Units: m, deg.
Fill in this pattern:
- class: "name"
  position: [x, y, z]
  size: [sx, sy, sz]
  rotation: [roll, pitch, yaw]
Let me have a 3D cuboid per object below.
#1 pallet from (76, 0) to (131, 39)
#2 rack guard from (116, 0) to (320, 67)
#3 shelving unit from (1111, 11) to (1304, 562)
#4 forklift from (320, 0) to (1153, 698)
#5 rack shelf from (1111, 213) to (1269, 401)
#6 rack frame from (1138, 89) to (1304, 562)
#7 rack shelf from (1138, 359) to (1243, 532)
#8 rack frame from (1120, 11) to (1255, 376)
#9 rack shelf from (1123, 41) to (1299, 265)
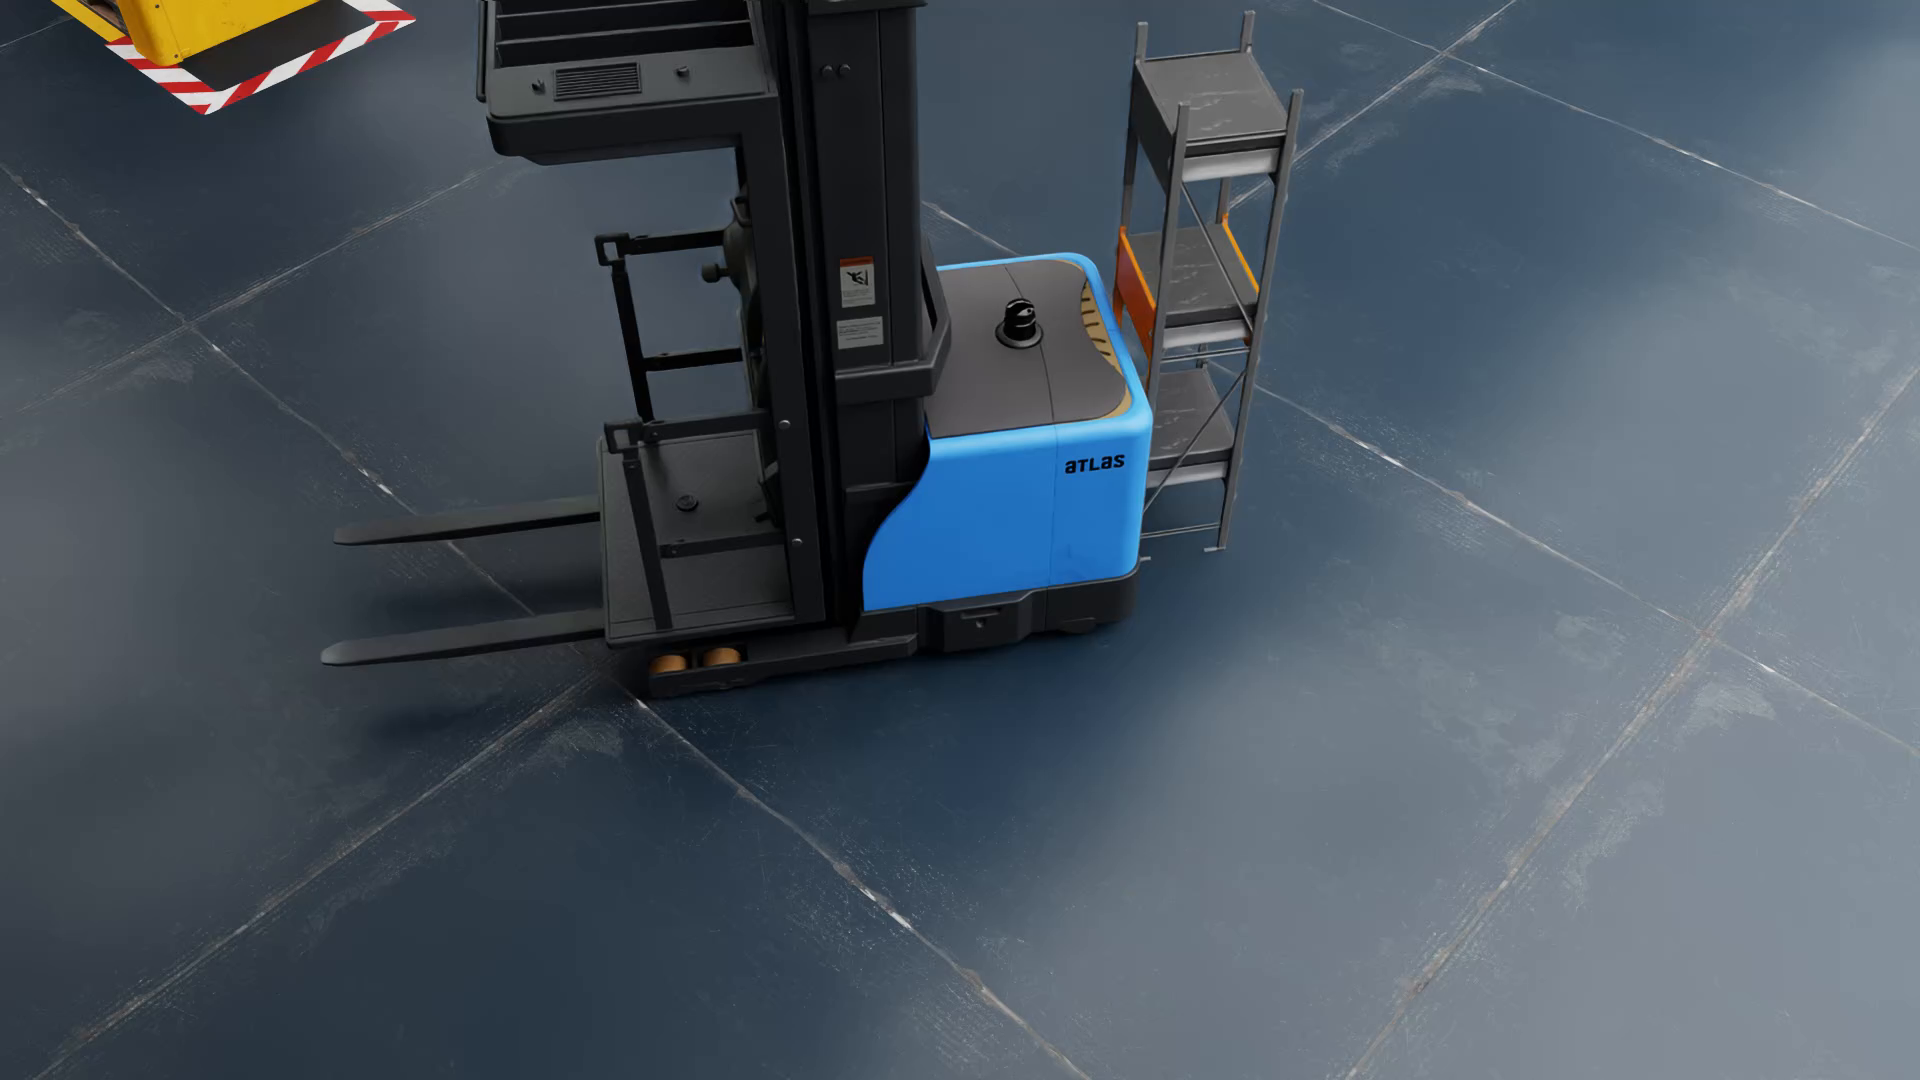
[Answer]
- class: "pallet"
  position: [-4.747, -3.440, 9.835]
  size: [1.213, 0.211, 1.003]
  rotation: [34, 55, 28]
- class: "rack guard"
  position: [-4.139, -3.171, 9.384]
  size: [0.348, 0.500, 1.175]
  rotation: [34, 55, 28]
- class: "shelving unit"
  position: [0.827, -0.831, 6.090]
  size: [0.431, 2.100, 0.503]
  rotation: [-8, 47, -8]
- class: "forklift"
  position: [-0.887, -0.838, 5.526]
  size: [3.031, 2.935, 1.130]
  rotation: [-7, 47, -7]
- class: "rack shelf"
  position: [0.827, -0.822, 6.100]
  size: [0.431, 0.518, 0.480]
  rotation: [-8, 47, -8]
- class: "rack frame"
  position: [0.874, -0.657, 5.926]
  size: [0.400, 2.100, 0.015]
  rotation: [-8, 47, -8]
- class: "rack shelf"
  position: [0.827, -0.343, 6.610]
  size: [0.431, 0.518, 0.480]
  rotation: [-8, 47, -8]
- class: "rack frame"
  position: [0.780, -1.006, 6.254]
  size: [0.400, 2.100, 0.015]
  rotation: [-8, 47, -8]
- class: "rack shelf"
  position: [0.827, -1.301, 5.590]
  size: [0.431, 0.518, 0.480]
  rotation: [-8, 47, -8]
